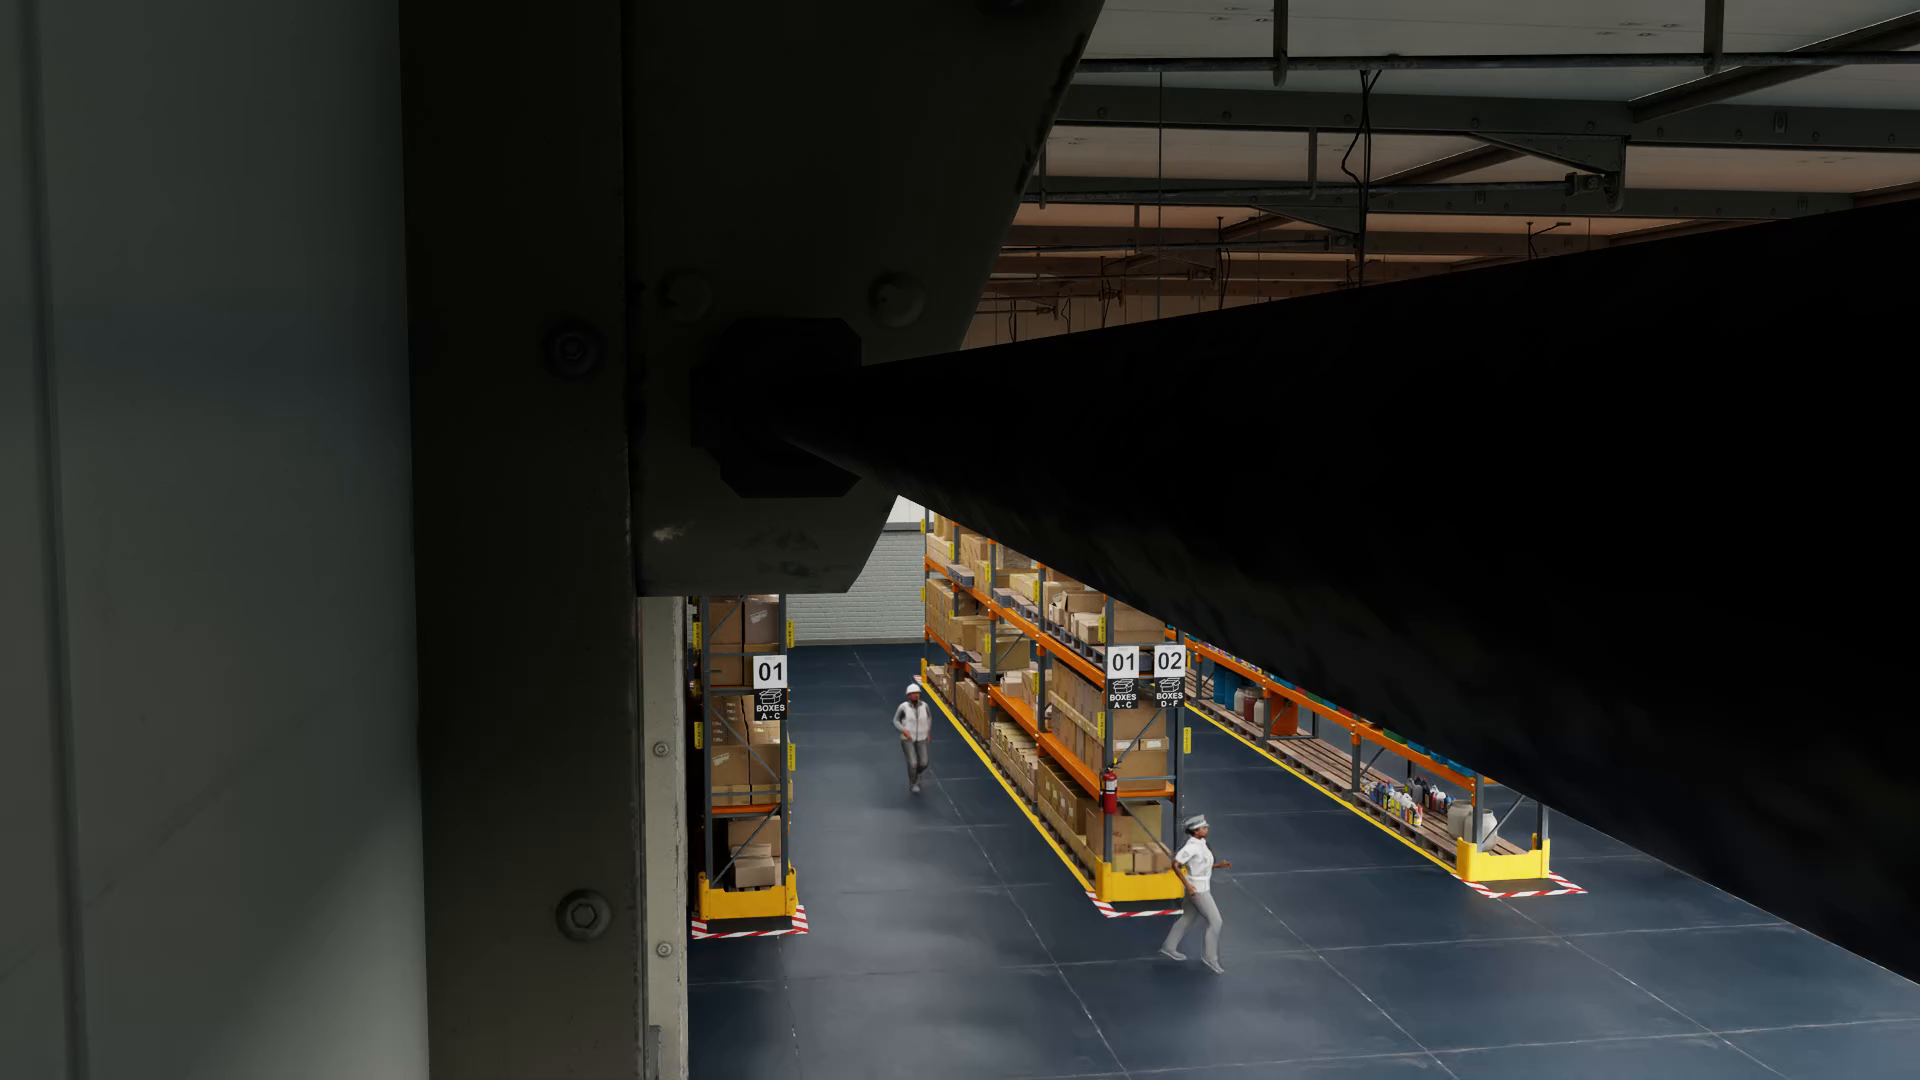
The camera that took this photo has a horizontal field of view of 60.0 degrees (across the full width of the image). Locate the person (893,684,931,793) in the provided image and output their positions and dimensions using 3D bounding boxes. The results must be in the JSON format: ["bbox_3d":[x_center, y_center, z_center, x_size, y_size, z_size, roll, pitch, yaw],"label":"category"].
[{"bbox_3d":[-0.737,3.144,26.407,0.664,1.736,0.579,-2,5,-18],"label":"person"}]

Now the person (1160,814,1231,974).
[{"bbox_3d":[2.591,3.879,18.285,0.767,1.757,0.545,1,5,9],"label":"person"}]
